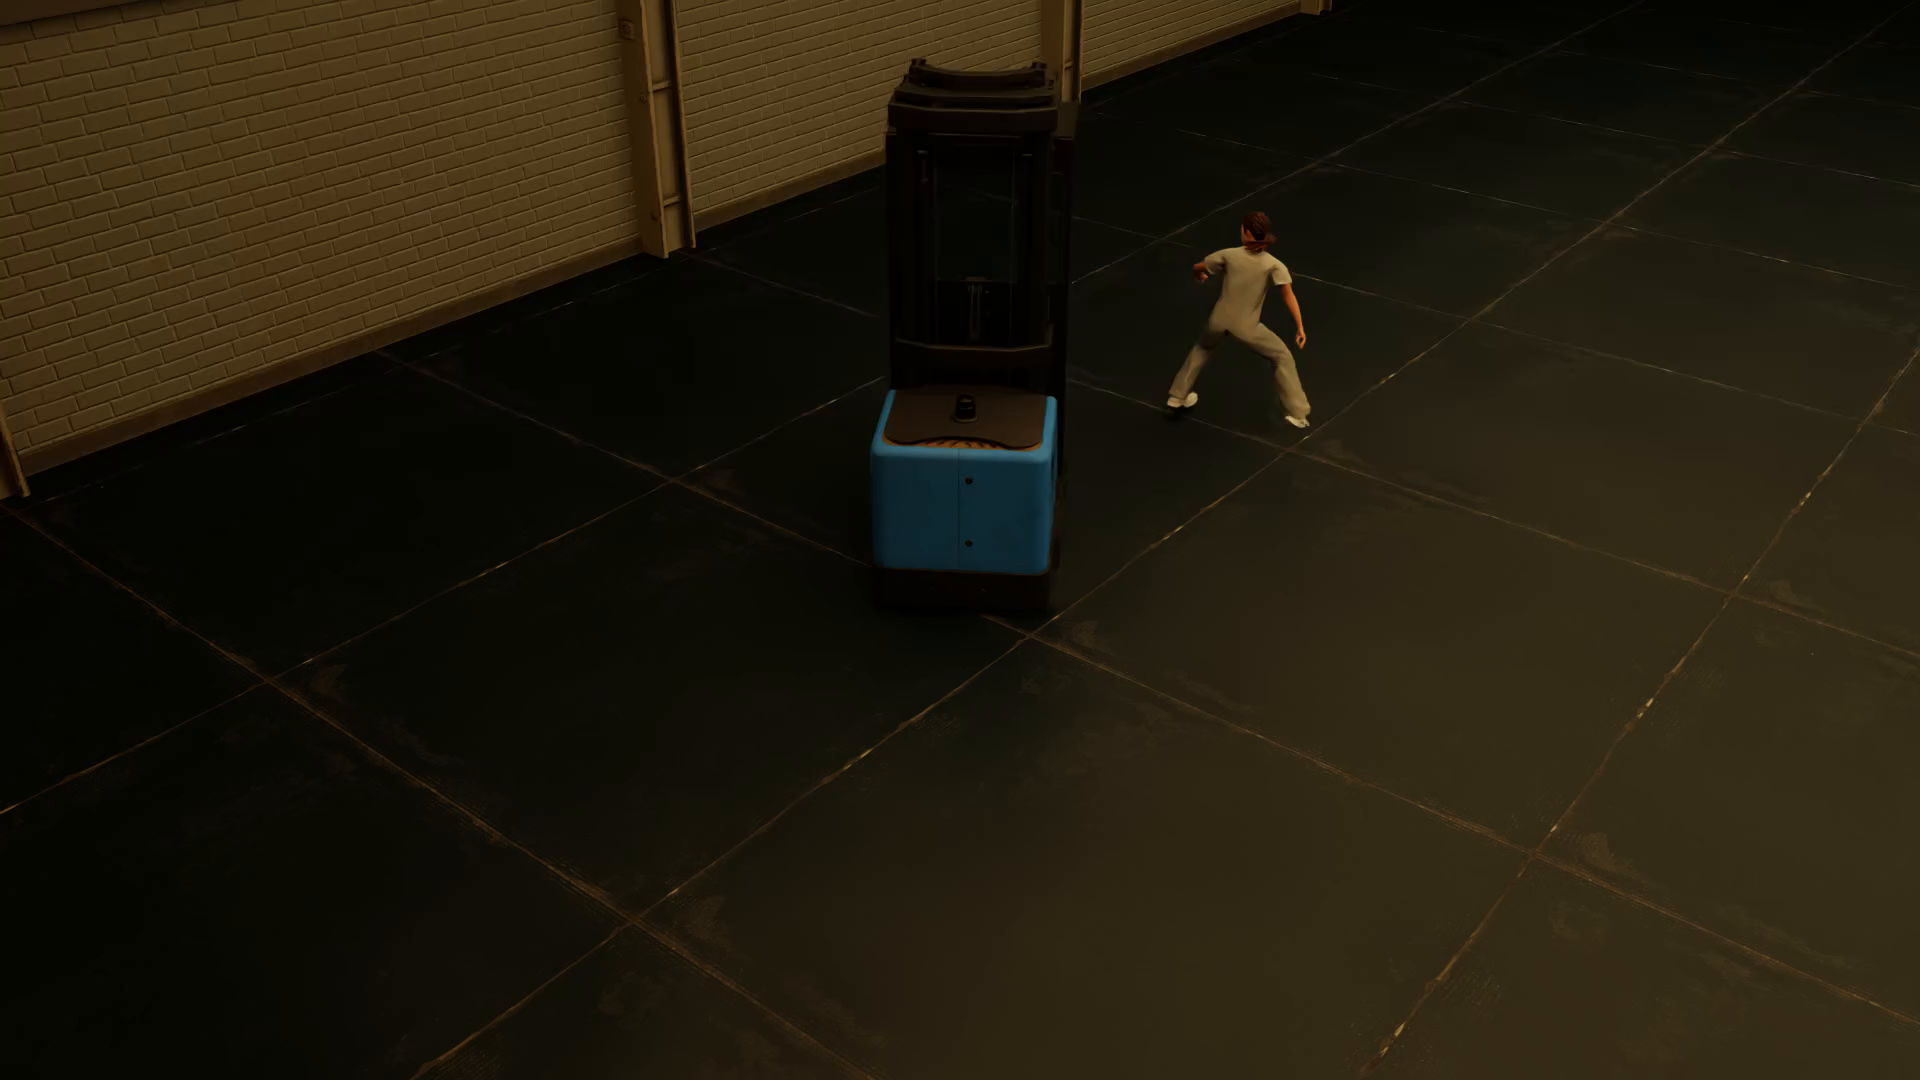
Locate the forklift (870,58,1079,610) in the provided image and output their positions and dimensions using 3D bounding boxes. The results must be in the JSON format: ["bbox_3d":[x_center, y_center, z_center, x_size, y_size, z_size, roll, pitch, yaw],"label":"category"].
[{"bbox_3d":[0.140,-1.574,10.289,1.130,2.935,3.031,3,30,5],"label":"forklift"}]

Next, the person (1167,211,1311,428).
[{"bbox_3d":[2.016,-1.482,11.642,0.989,1.624,0.525,17,34,26],"label":"person"}]
